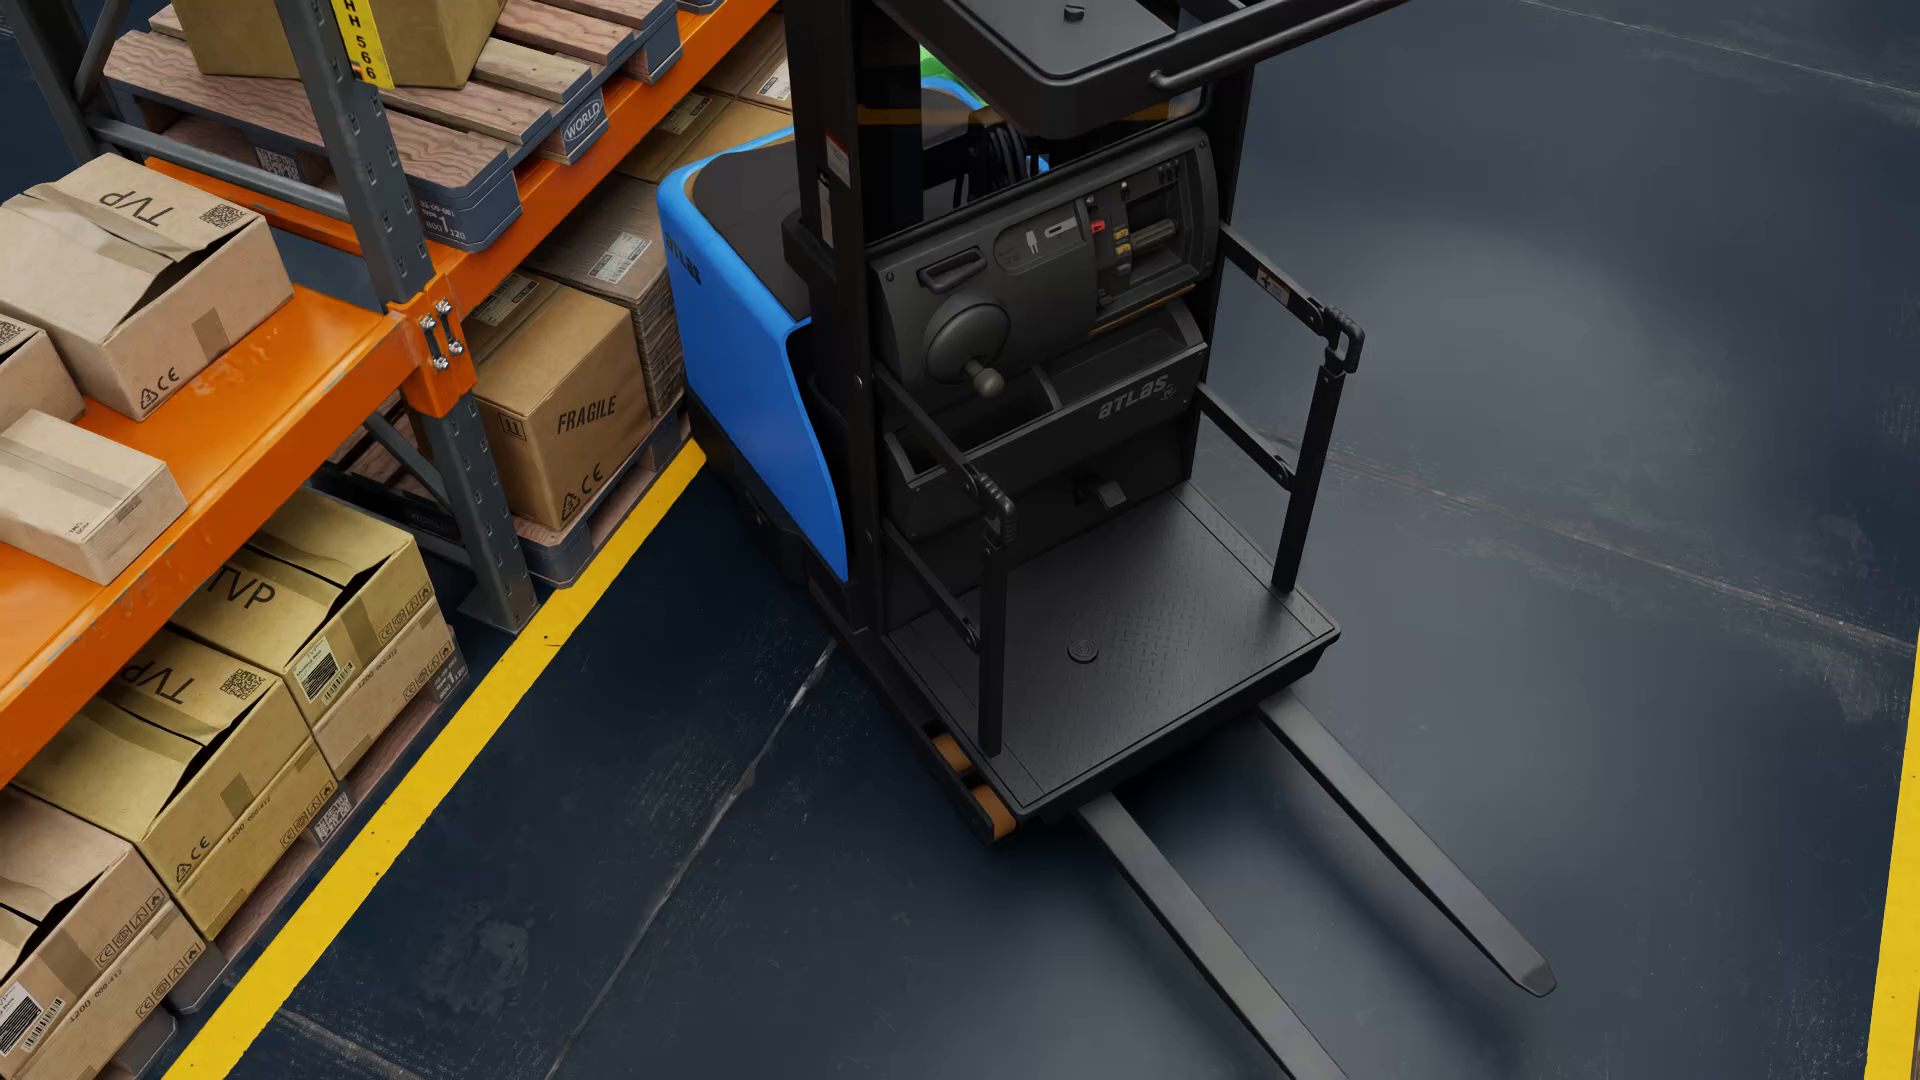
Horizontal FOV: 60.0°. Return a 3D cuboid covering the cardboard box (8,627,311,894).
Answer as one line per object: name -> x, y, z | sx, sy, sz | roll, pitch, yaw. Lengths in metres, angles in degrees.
cardboard box -> -1.974, 0.489, 4.026 | 0.500, 0.311, 0.500 | 19, 52, 16

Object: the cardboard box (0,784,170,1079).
cardboard box -> -2.192, 0.836, 3.731 | 0.500, 0.311, 0.500 | 19, 52, 16

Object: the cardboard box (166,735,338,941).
cardboard box -> -1.978, 0.668, 4.242 | 0.500, 0.250, 0.500 | 19, 52, 16

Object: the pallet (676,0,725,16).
pallet -> -0.930, -2.164, 5.248 | 1.003, 0.211, 1.213 | 20, 52, 16

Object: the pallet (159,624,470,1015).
pallet -> -2.143, 0.573, 4.624 | 1.003, 0.211, 1.213 | 20, 52, 16

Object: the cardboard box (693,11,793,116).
cardboard box -> -0.648, -1.505, 5.914 | 0.500, 0.500, 0.500 | 18, 52, 15

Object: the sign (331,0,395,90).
sign -> -1.253, -1.082, 3.441 | 0.100, 0.325, 0.005 | 20, 52, 16

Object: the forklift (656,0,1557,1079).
forklift -> 0.344, -0.549, 3.793 | 1.130, 2.935, 3.031 | -26, 55, -21

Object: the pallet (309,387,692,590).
pallet -> -1.403, -0.483, 5.523 | 1.003, 0.211, 1.213 | 20, 52, 16

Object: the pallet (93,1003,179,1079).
pallet -> -2.666, 1.410, 3.912 | 1.003, 0.211, 1.213 | 20, 52, 16

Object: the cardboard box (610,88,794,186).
cardboard box -> -0.866, -1.144, 5.606 | 0.500, 0.500, 0.500 | 19, 52, 16

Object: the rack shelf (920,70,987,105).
rack shelf -> -0.019, -1.408, 5.429 | 0.480, 0.148, 0.258 | -19, 52, -15

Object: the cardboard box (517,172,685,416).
cardboard box -> -1.085, -0.800, 5.314 | 0.500, 0.500, 0.500 | 18, 52, 15

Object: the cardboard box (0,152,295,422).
cardboard box -> -1.951, -0.620, 3.867 | 0.500, 0.311, 0.500 | 23, 53, 18

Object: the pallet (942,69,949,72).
pallet -> -0.361, -2.163, 6.952 | 1.003, 0.211, 1.213 | 20, 52, 16

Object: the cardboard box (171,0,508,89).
cardboard box -> -1.589, -1.524, 4.236 | 0.700, 0.500, 0.500 | 4, 50, 4

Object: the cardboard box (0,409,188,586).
cardboard box -> -1.891, -0.095, 3.526 | 0.380, 0.149, 0.250 | 20, 52, 16

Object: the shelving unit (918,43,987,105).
shelving unit -> -0.019, -1.294, 5.562 | 0.503, 1.200, 0.258 | -19, 52, -15

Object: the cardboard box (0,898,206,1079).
cardboard box -> -2.195, 1.013, 3.948 | 0.500, 0.250, 0.500 | 21, 53, 17

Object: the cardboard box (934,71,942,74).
cardboard box -> -0.218, -2.201, 6.506 | 0.500, 0.500, 0.500 | 20, 52, 16

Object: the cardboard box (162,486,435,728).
cardboard box -> -1.757, 0.129, 4.332 | 0.500, 0.311, 0.500 | 21, 53, 17

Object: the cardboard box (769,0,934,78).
cardboard box -> -0.433, -1.856, 6.212 | 0.500, 0.500, 0.500 | 20, 53, 17

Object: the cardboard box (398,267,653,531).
cardboard box -> -1.303, -0.438, 5.006 | 0.500, 0.500, 0.500 | 22, 53, 18

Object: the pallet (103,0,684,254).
pallet -> -1.530, -1.313, 4.523 | 1.213, 0.211, 1.003 | 20, 52, 16

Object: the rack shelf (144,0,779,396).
rack shelf -> -0.902, -2.029, 5.480 | 1.077, 0.370, 4.000 | 20, 52, 16

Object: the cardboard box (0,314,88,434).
cardboard box -> -2.314, -0.303, 3.597 | 0.500, 0.311, 0.500 | 19, 52, 16

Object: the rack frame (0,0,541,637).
rack frame -> -1.756, -0.885, 4.034 | 1.000, 3.000, 0.127 | 20, 52, 16

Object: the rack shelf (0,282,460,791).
rack shelf -> -2.611, 0.725, 3.136 | 1.077, 0.370, 4.000 | 20, 52, 16

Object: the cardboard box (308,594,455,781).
cardboard box -> -1.761, 0.311, 4.545 | 0.500, 0.250, 0.500 | 21, 53, 17

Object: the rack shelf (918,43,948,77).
rack shelf -> -0.019, -1.565, 5.246 | 0.480, 0.148, 0.258 | -19, 52, -15
